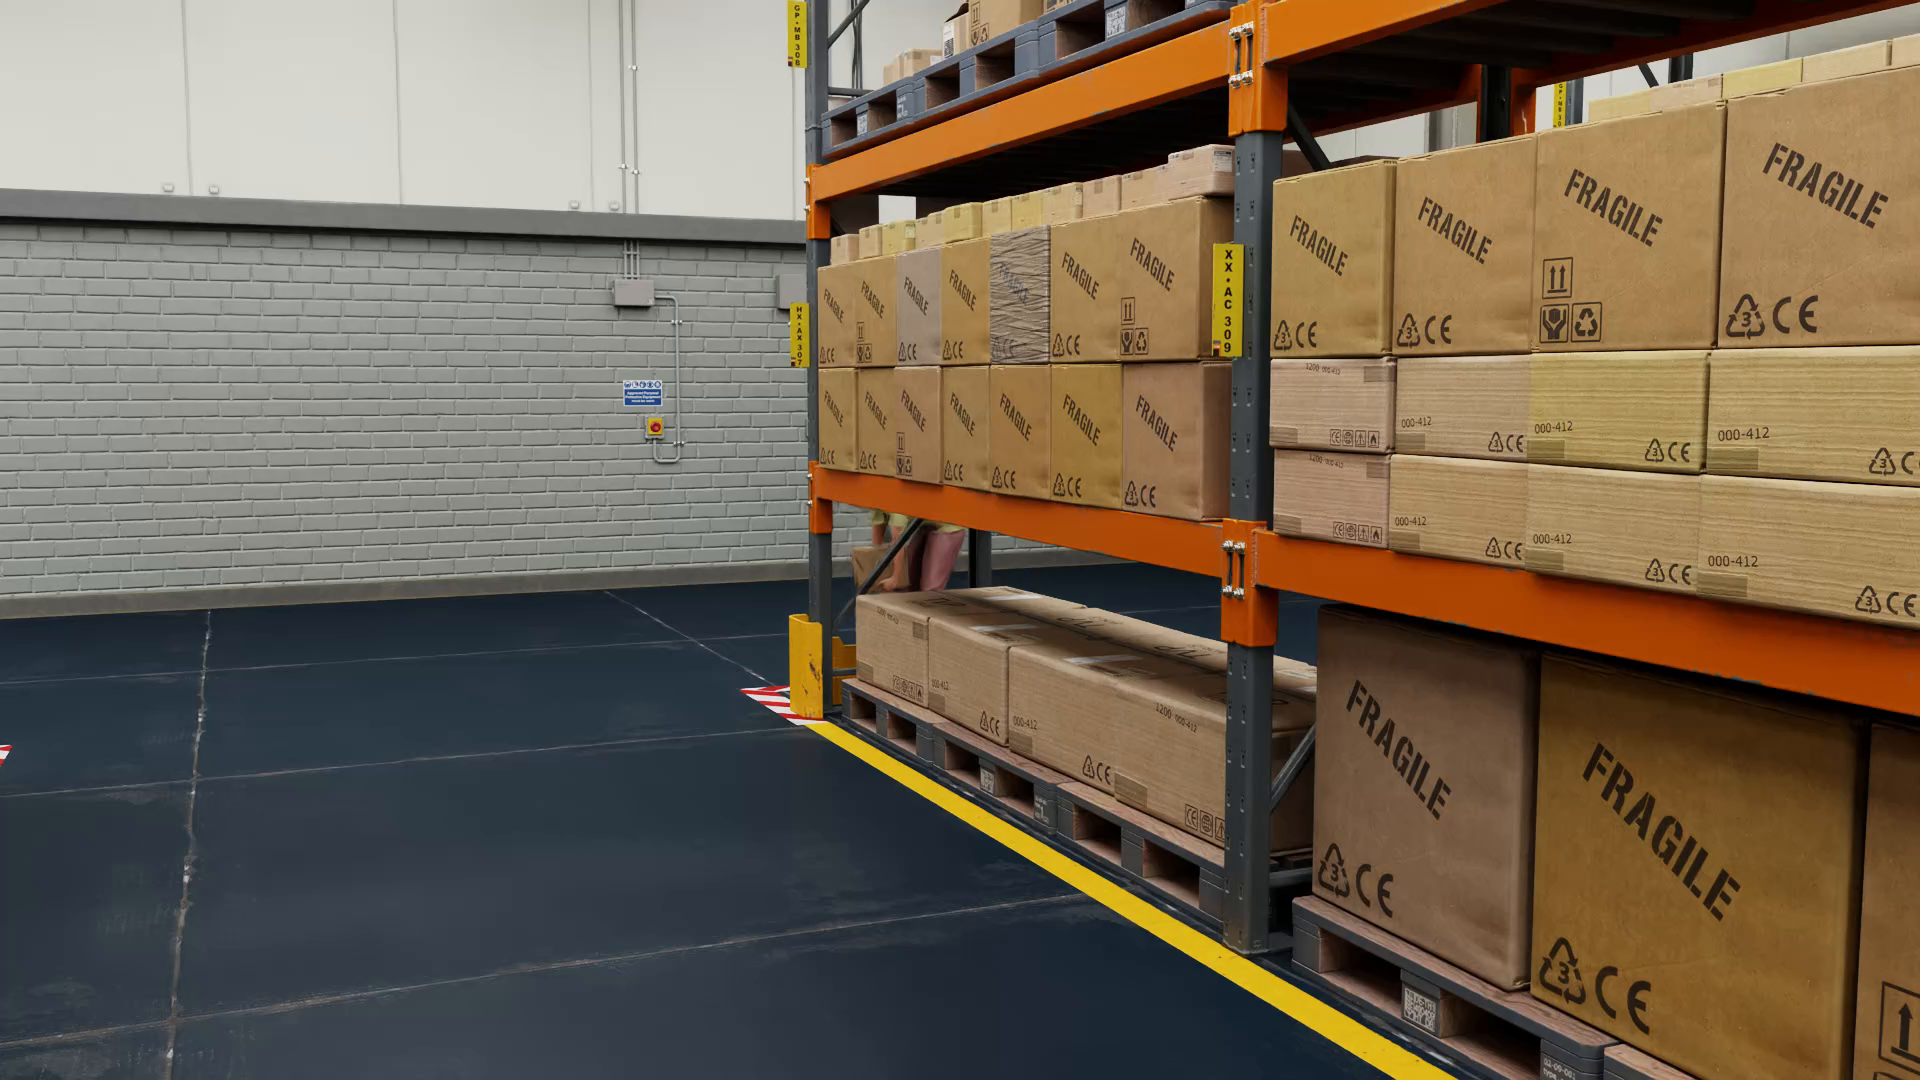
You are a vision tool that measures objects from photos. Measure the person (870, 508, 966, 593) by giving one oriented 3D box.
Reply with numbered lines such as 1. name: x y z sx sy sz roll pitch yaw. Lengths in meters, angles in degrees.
1. person: -0.358 0.138 9.963 0.813 1.310 0.402 -3 6 -28
